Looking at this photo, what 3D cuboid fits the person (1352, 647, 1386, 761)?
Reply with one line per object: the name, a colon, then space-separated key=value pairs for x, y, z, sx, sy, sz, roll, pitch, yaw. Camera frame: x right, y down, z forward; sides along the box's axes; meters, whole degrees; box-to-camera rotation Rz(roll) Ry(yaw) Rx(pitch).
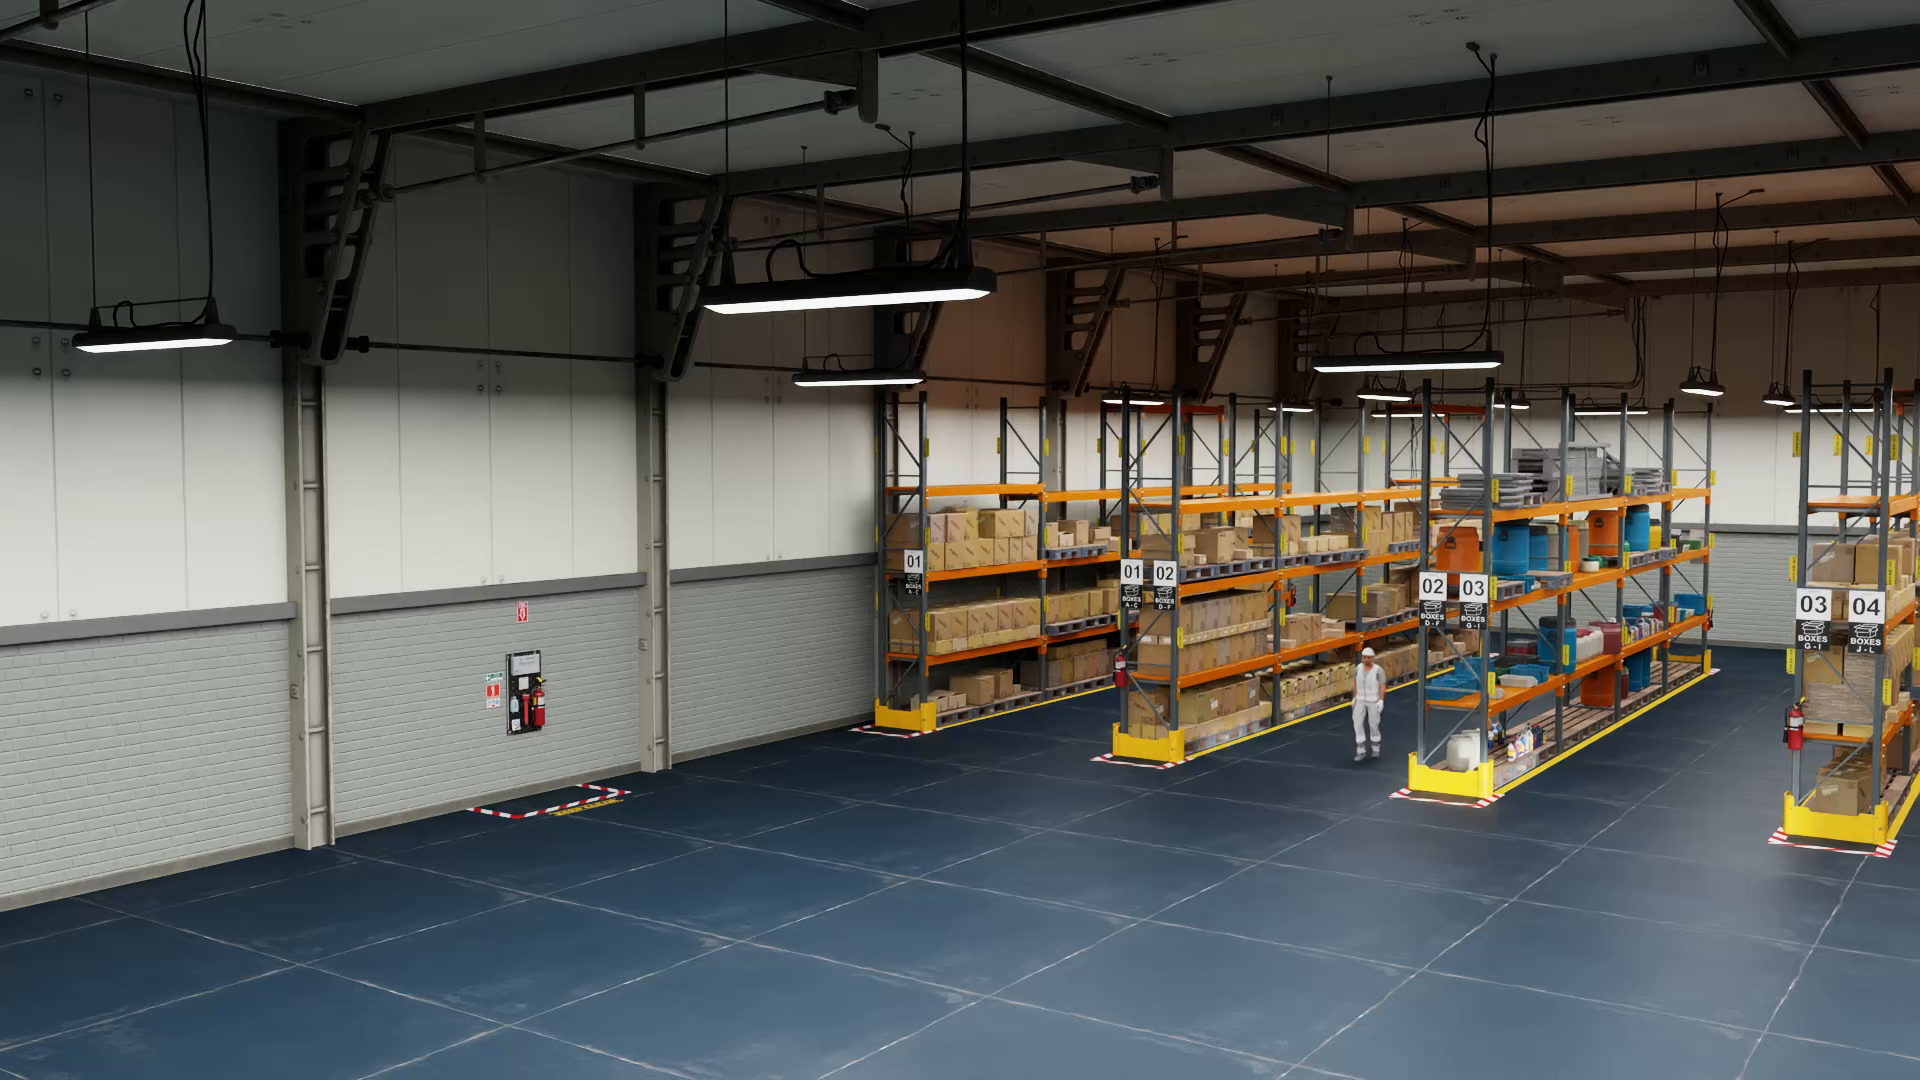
person: x=6.563 y=2.645 z=26.751 sx=0.610 sy=1.846 sz=0.557 roll=2 pitch=4 yaw=36
